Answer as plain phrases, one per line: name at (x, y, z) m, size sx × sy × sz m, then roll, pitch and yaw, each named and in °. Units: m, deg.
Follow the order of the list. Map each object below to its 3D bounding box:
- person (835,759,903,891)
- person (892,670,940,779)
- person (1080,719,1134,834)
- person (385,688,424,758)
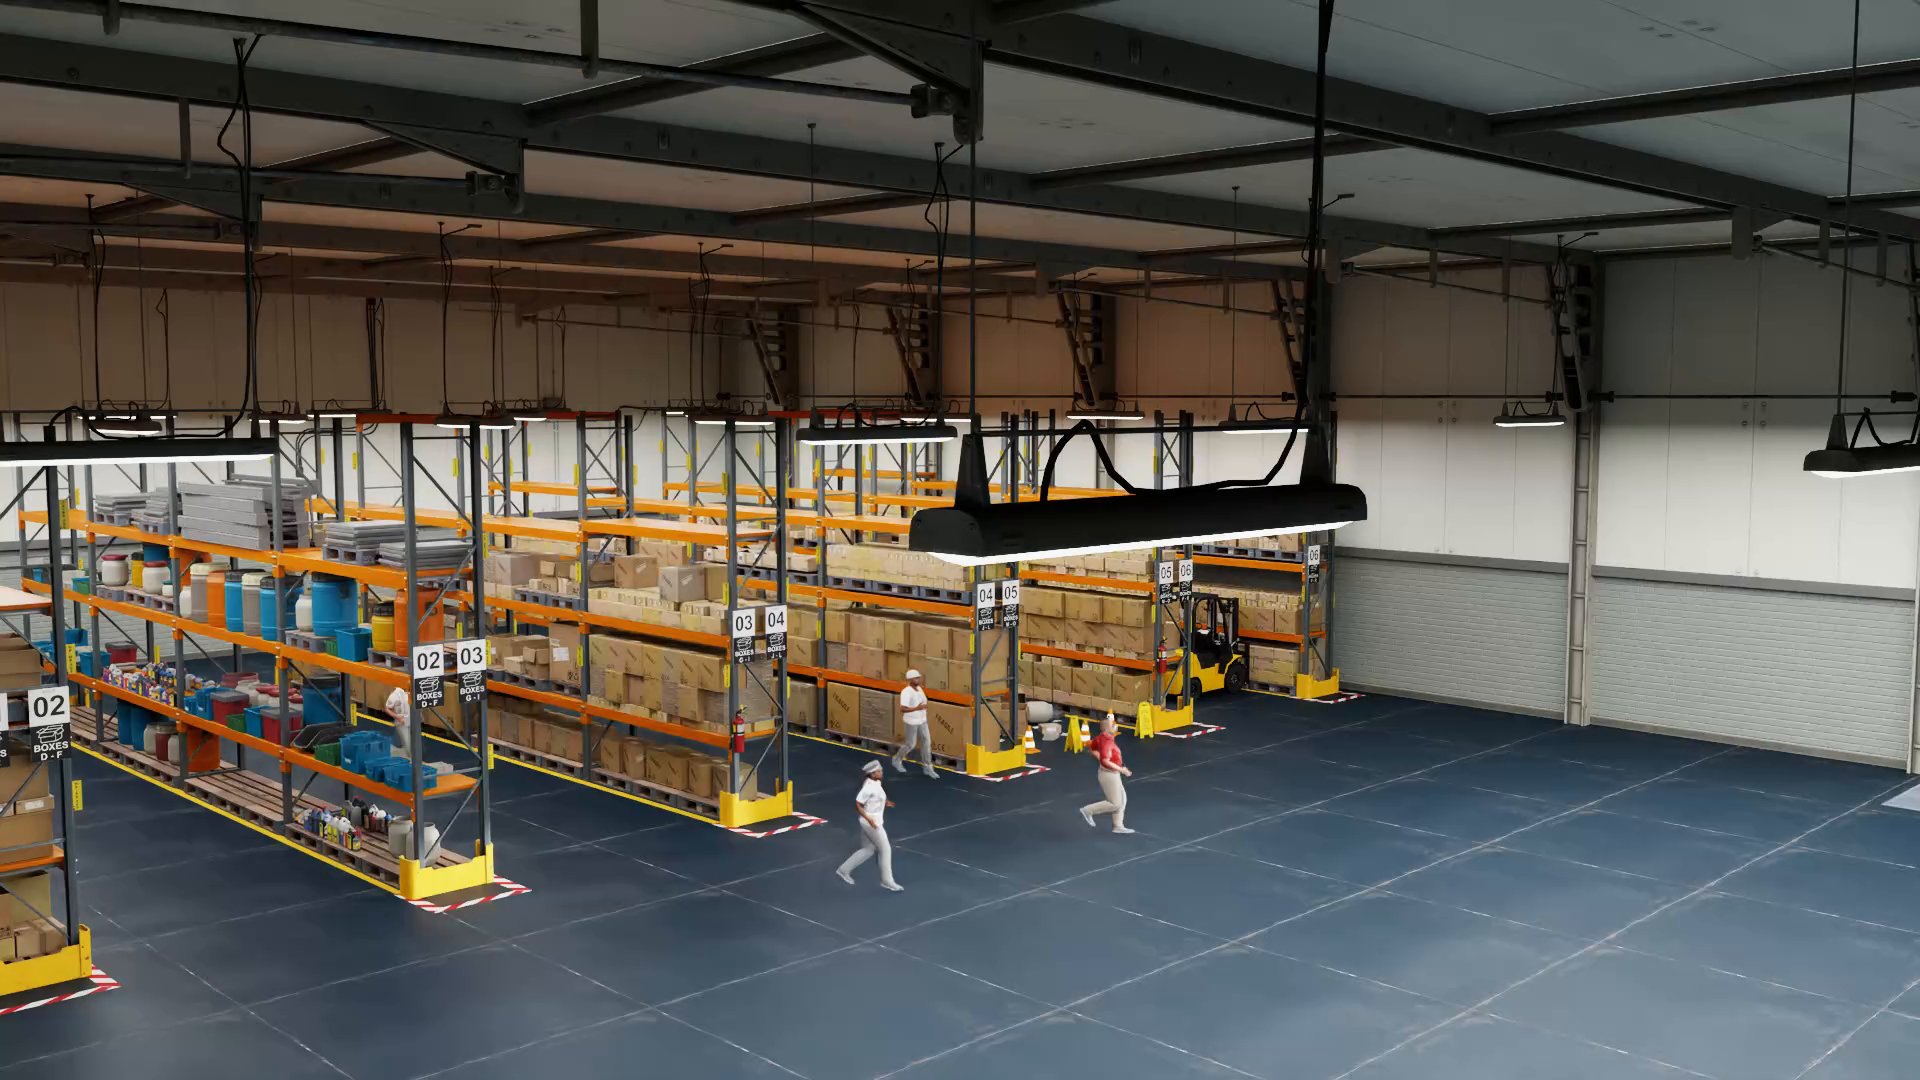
person at (-1.163, 3.642, 21.264) m, size 0.868 × 1.717 × 0.567 m, roll -1°, pitch 5°, yaw -7°
person at (-0.740, 3.031, 27.526) m, size 0.887 × 1.781 × 0.694 m, roll 3°, pitch 6°, yaw 35°
person at (2.119, 3.418, 23.990) m, size 0.812 × 1.692 × 0.677 m, roll -1°, pitch 5°, yaw -6°
person at (-9.257, 3.051, 27.786) m, size 0.629 × 1.731 × 0.661 m, roll 4°, pitch 7°, yaw 42°
